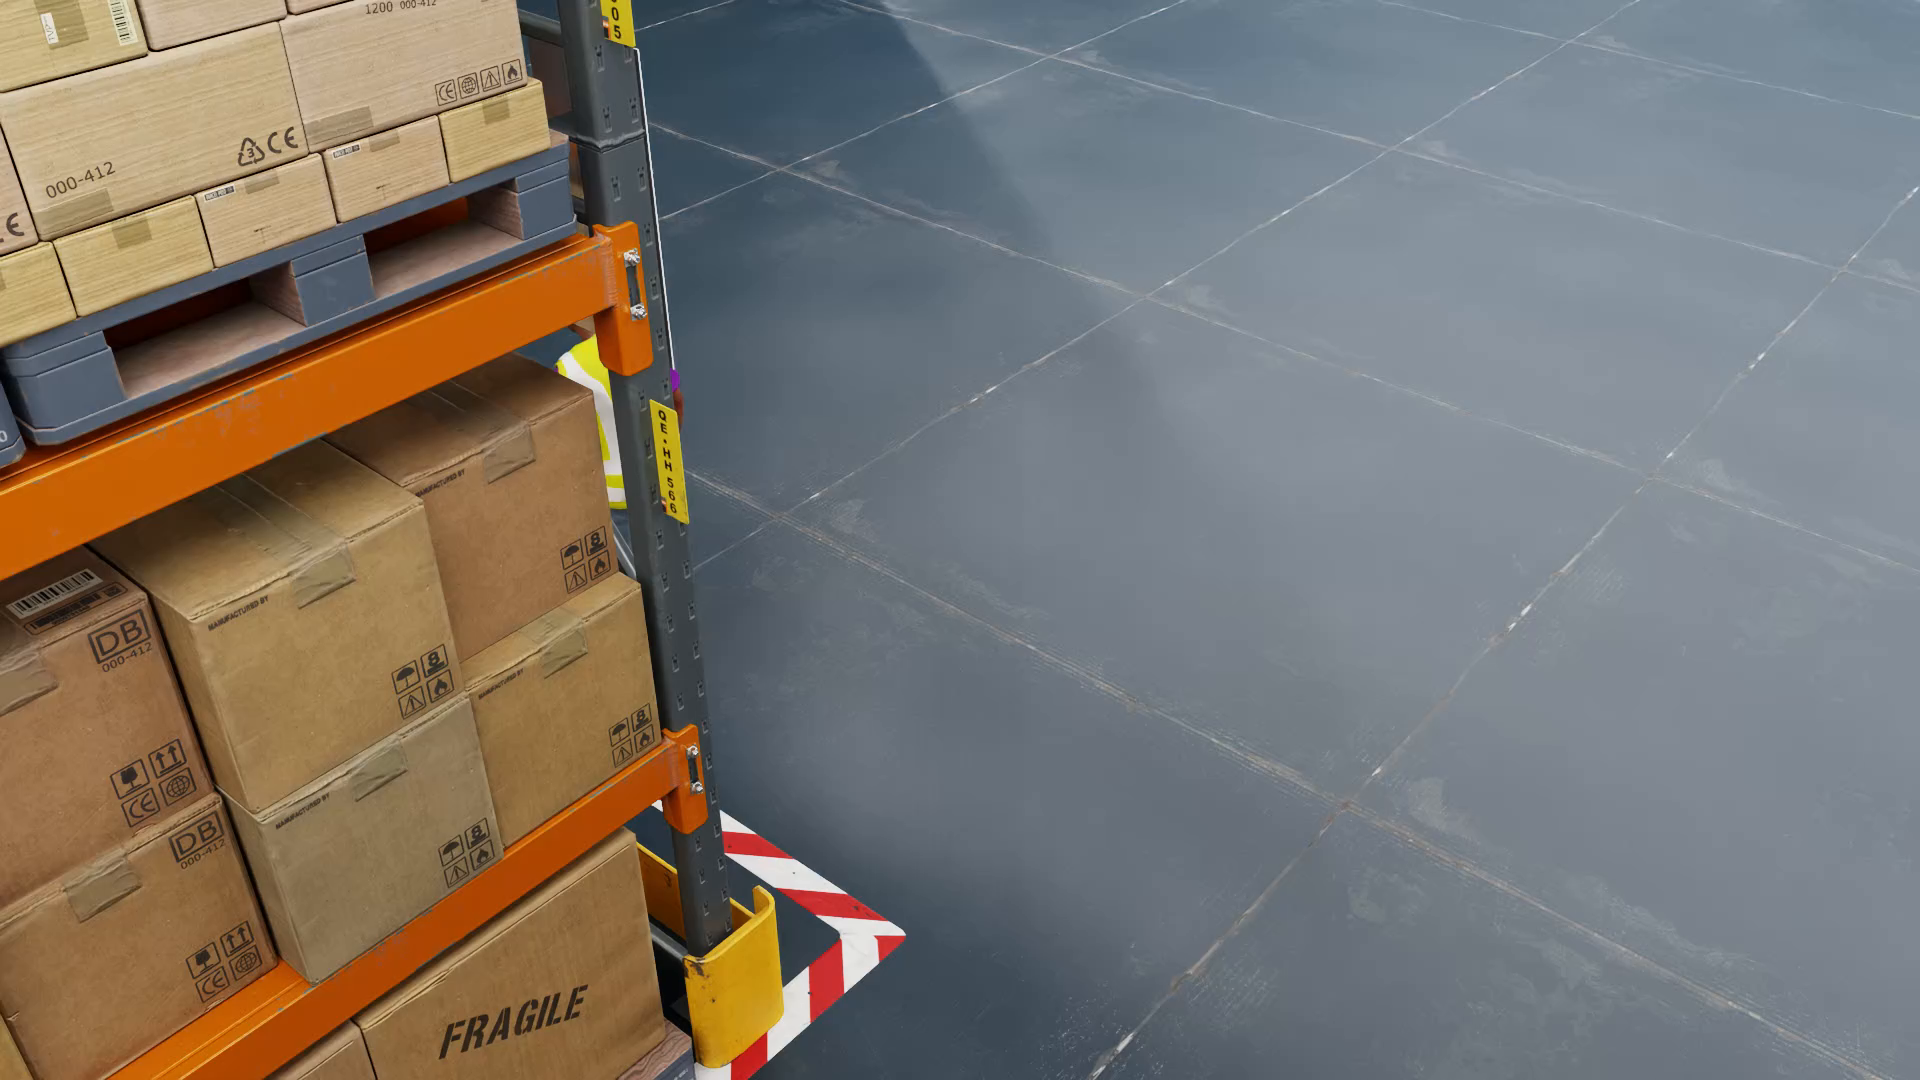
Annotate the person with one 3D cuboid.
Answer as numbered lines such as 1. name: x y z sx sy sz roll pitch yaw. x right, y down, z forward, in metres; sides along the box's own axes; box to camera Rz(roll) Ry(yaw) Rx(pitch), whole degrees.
1. person: -1.332 -0.267 6.513 0.456 1.761 0.627 26 42 32
